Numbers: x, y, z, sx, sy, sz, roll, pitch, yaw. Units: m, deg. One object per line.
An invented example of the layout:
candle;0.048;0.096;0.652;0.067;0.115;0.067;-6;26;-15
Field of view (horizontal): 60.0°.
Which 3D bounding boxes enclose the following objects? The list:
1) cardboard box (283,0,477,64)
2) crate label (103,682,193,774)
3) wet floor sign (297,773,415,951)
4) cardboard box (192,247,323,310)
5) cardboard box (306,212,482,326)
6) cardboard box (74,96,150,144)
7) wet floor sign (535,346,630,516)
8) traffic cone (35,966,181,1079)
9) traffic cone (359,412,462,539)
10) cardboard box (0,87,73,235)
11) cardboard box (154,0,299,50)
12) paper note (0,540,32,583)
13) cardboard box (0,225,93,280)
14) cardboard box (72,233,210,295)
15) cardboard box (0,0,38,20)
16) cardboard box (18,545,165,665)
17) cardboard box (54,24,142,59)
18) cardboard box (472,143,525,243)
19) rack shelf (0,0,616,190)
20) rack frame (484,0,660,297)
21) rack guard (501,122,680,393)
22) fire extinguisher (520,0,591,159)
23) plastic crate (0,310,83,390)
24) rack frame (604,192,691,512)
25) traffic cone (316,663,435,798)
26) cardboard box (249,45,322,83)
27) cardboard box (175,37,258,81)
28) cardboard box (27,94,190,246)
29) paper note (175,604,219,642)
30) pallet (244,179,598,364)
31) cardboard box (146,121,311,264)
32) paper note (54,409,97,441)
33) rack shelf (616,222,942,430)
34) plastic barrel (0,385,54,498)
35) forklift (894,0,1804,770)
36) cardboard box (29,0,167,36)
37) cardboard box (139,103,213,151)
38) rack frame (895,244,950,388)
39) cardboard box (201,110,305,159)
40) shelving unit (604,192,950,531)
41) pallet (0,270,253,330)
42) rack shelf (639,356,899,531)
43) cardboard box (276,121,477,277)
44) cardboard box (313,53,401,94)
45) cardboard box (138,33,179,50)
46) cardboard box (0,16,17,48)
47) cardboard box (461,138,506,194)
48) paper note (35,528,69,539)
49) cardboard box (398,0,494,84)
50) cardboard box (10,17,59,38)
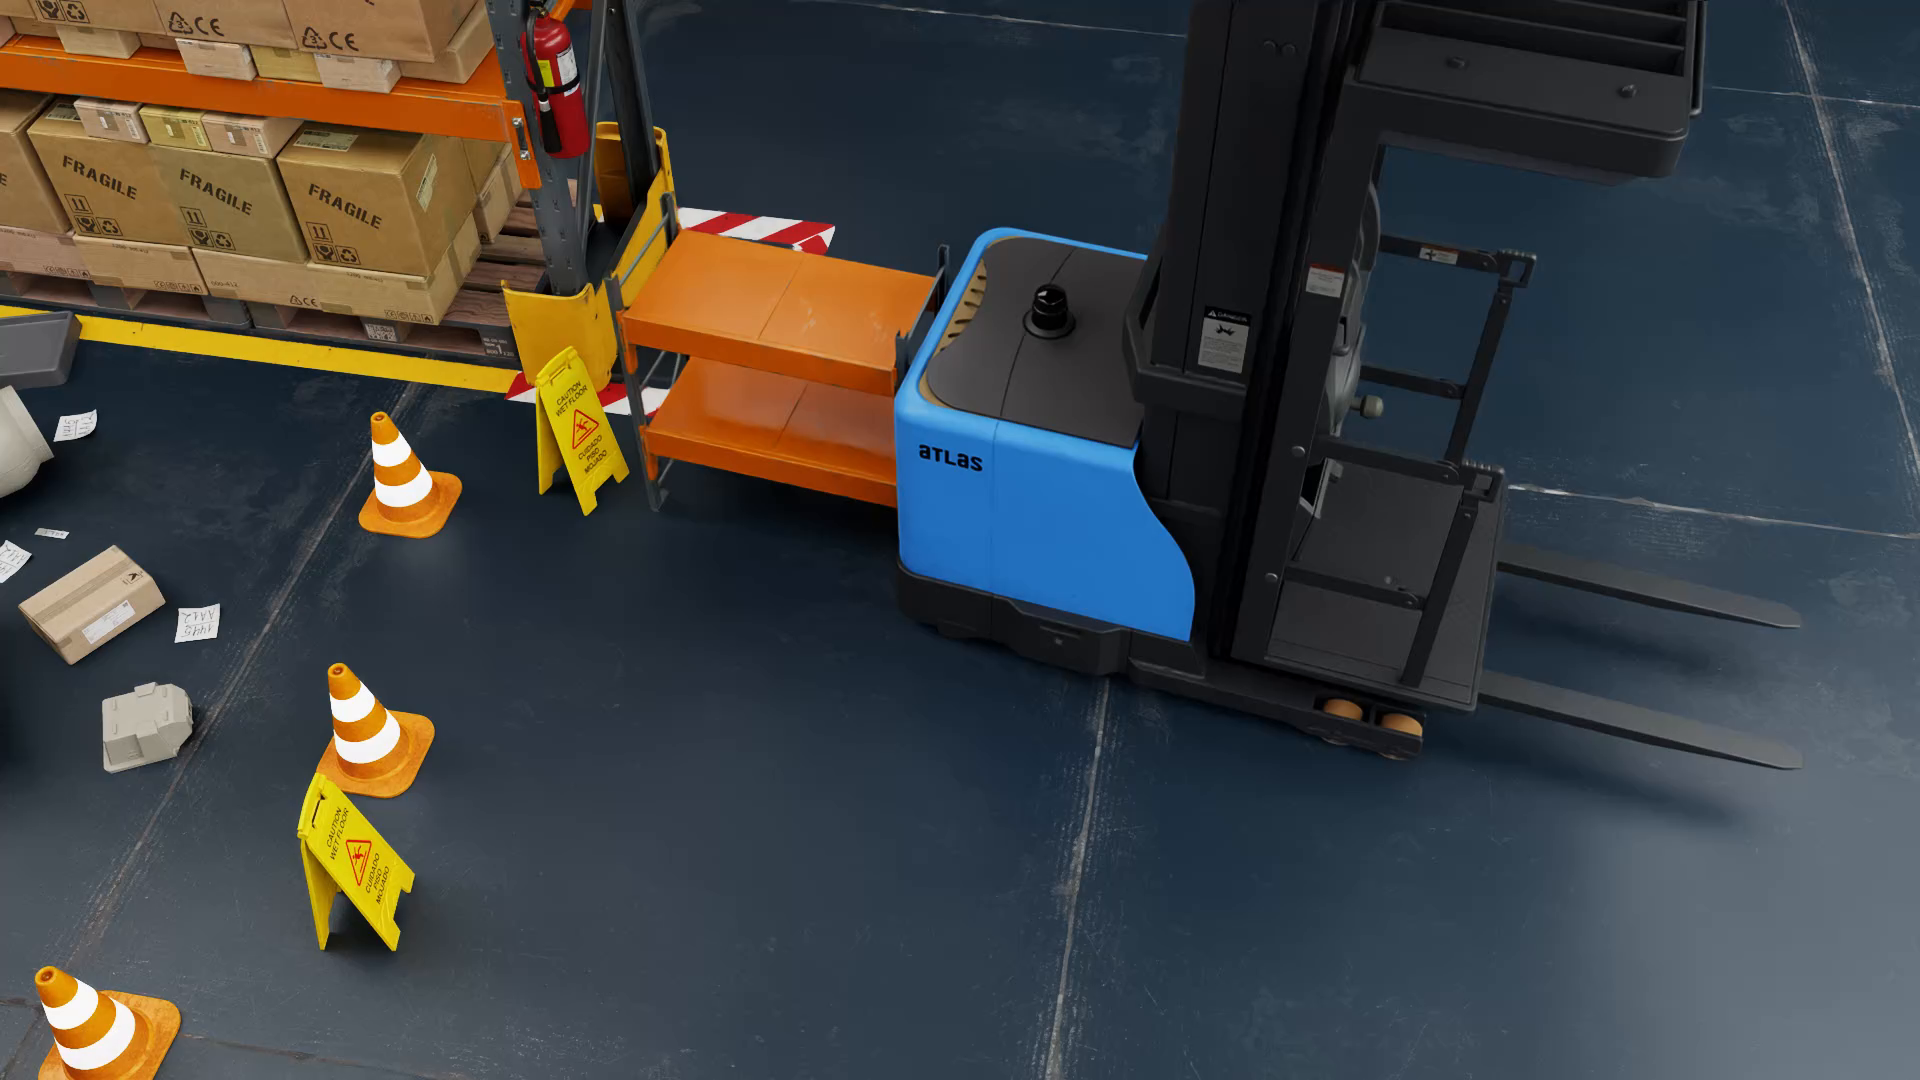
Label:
cardboard box;-2.034;-2.032;5.792;0.500;0.500;0.500;7;48;6
crate label;-2.751;0.614;5.606;0.298;0.136;0.250;-15;50;-13
wet floor sign;-1.851;0.949;4.963;0.232;0.644;0.267;0;48;0
cardboard box;-2.802;-1.235;6.909;0.500;0.250;0.500;8;49;7
cardboard box;-2.318;-1.164;6.845;0.500;0.250;0.500;7;48;7
cardboard box;-3.165;-1.704;6.391;0.250;0.149;0.380;10;49;8
wet floor sign;-1.454;-0.434;6.206;0.232;0.644;0.267;23;52;20
traffic cone;-2.502;1.346;4.730;0.334;0.463;0.336;8;49;7
traffic cone;-2.103;-0.294;6.203;0.334;0.463;0.336;8;49;7
cardboard box;-3.816;-1.622;6.753;0.500;0.500;0.500;10;49;9
cardboard box;-2.526;-2.102;5.855;0.500;0.500;0.500;8;49;7
paper note;-3.544;0.077;6.168;0.142;0.019;0.148;23;52;20
cardboard box;-3.805;-1.373;7.034;0.500;0.250;0.500;7;48;6
cardboard box;-3.318;-1.300;6.968;0.500;0.250;0.500;6;48;5
cardboard box;-3.513;-2.251;5.989;0.500;0.500;0.500;8;49;7
cardboard box;-3.099;0.229;5.944;0.250;0.149;0.380;32;56;26
cardboard box;-3.128;-1.956;6.160;0.250;0.149;0.380;7;48;6
cardboard box;-2.195;-1.559;7.201;0.500;0.250;0.500;7;48;7
rack shelf;-3.419;-2.053;6.562;4.000;0.370;1.077;8;49;7
rack frame;-1.451;-2.029;6.057;0.127;3.000;1.000;8;49;7
rack guard;-1.526;-1.204;6.995;0.348;0.500;1.175;8;49;7
fire extinguisher;-1.420;-1.651;5.769;0.183;0.674;0.296;8;49;7
plastic crate;-3.988;-0.774;6.892;0.583;0.080;0.402;-7;48;-7
rack frame;-1.096;-0.666;6.092;0.032;1.125;0.500;13;49;11
traffic cone;-1.966;0.564;5.432;0.334;0.463;0.336;8;49;7
cardboard box;-2.374;-1.840;6.055;0.250;0.149;0.380;7;48;6
cardboard box;-2.633;-1.852;6.066;0.250;0.149;0.380;8;49;8
cardboard box;-3.295;-1.555;6.692;0.500;0.500;0.500;7;48;6
paper note;-2.735;0.295;5.964;0.142;0.019;0.148;-7;48;-7
pallet;-2.319;-1.240;7.223;1.213;0.211;1.003;8;49;7
cardboard box;-2.800;-1.483;6.628;0.500;0.500;0.500;9;49;8
paper note;-3.533;-0.459;6.642;0.148;0.019;0.142;-7;48;-7
rack shelf;-0.609;-0.752;5.776;1.000;0.278;0.538;13;49;11
plastic barrel;-3.753;-0.333;6.265;0.512;0.421;0.421;-32;55;-25
forklift;1.350;-0.689;4.898;3.031;2.935;1.130;14;50;12
cardboard box;-3.018;-2.170;5.916;0.500;0.500;0.500;7;48;7
cardboard box;-2.906;-1.668;6.358;0.250;0.149;0.380;8;49;7
rack frame;-0.122;-0.447;5.896;0.032;1.125;0.500;13;49;11
cardboard box;-2.659;-1.632;6.326;0.250;0.149;0.380;9;49;8
shelving unit;-0.609;-0.556;5.994;1.048;1.125;0.538;13;49;11
pallet;-3.516;-1.403;7.369;1.213;0.211;1.003;8;49;7
rack shelf;-0.609;-0.393;6.176;1.000;0.278;0.538;13;49;11
cardboard box;-2.286;-1.416;6.568;0.500;0.500;0.500;8;49;7
cardboard box;-2.126;-1.790;6.011;0.250;0.149;0.380;7;48;6
cardboard box;-2.860;-1.989;6.189;0.250;0.149;0.380;8;49;7
cardboard box;-3.624;-2.009;6.207;0.250;0.149;0.380;7;48;7
cardboard box;-2.219;-1.813;6.924;0.500;0.500;0.500;6;48;6
paper note;-3.422;-0.025;6.266;0.123;0.001;0.032;8;49;7
cardboard box;-1.857;-1.838;6.054;0.250;0.149;0.380;9;49;8
cardboard box;-3.358;-2.054;6.248;0.250;0.149;0.380;8;49;7
